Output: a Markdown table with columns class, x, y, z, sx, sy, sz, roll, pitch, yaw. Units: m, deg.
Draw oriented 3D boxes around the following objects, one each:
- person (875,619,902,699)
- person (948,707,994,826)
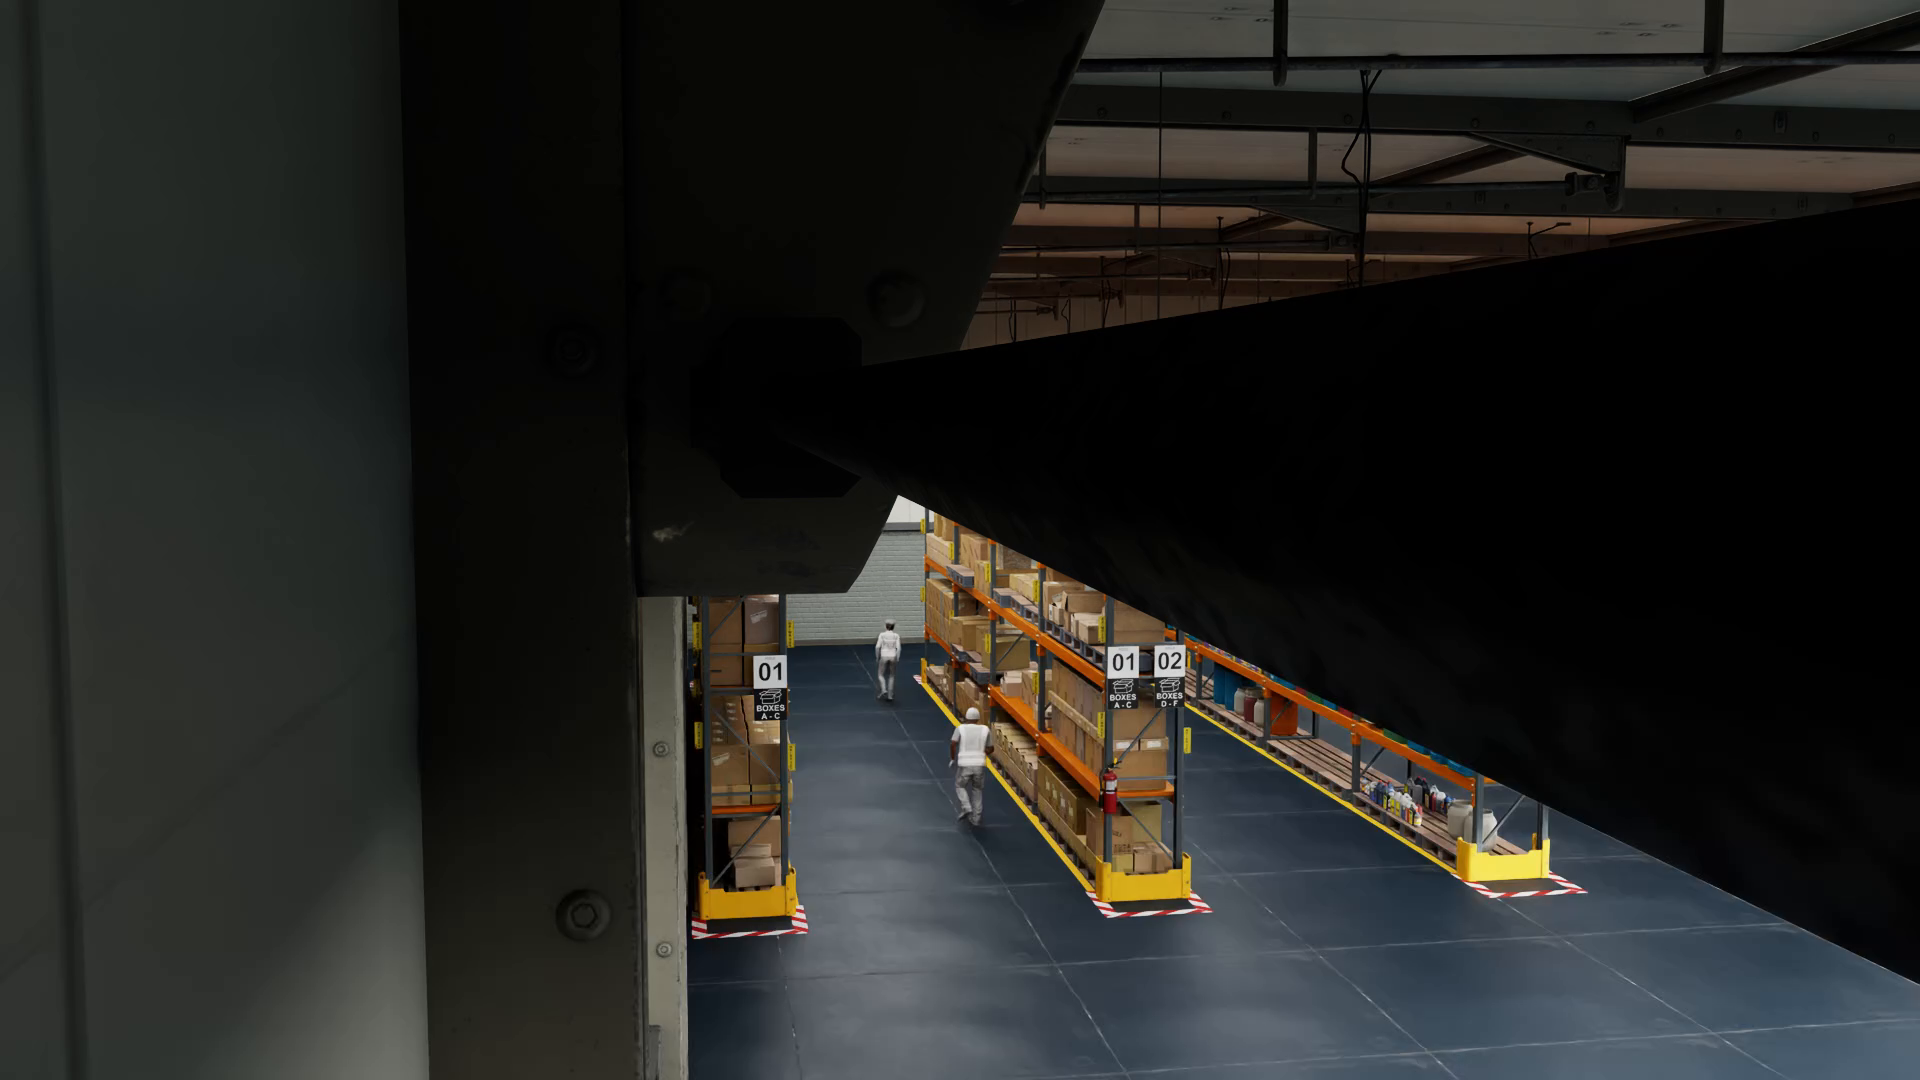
| class | x | y | z | sx | sy | sz | roll | pitch | yaw |
| --- | --- | --- | --- | --- | --- | --- | --- | --- | --- |
| person | -1.473 | 2.491 | 34.395 | 0.542 | 1.646 | 0.630 | -1 | 5 | -8 |
| person | 0.173 | 3.335 | 24.634 | 0.685 | 1.675 | 0.786 | -1 | 5 | -7 |
